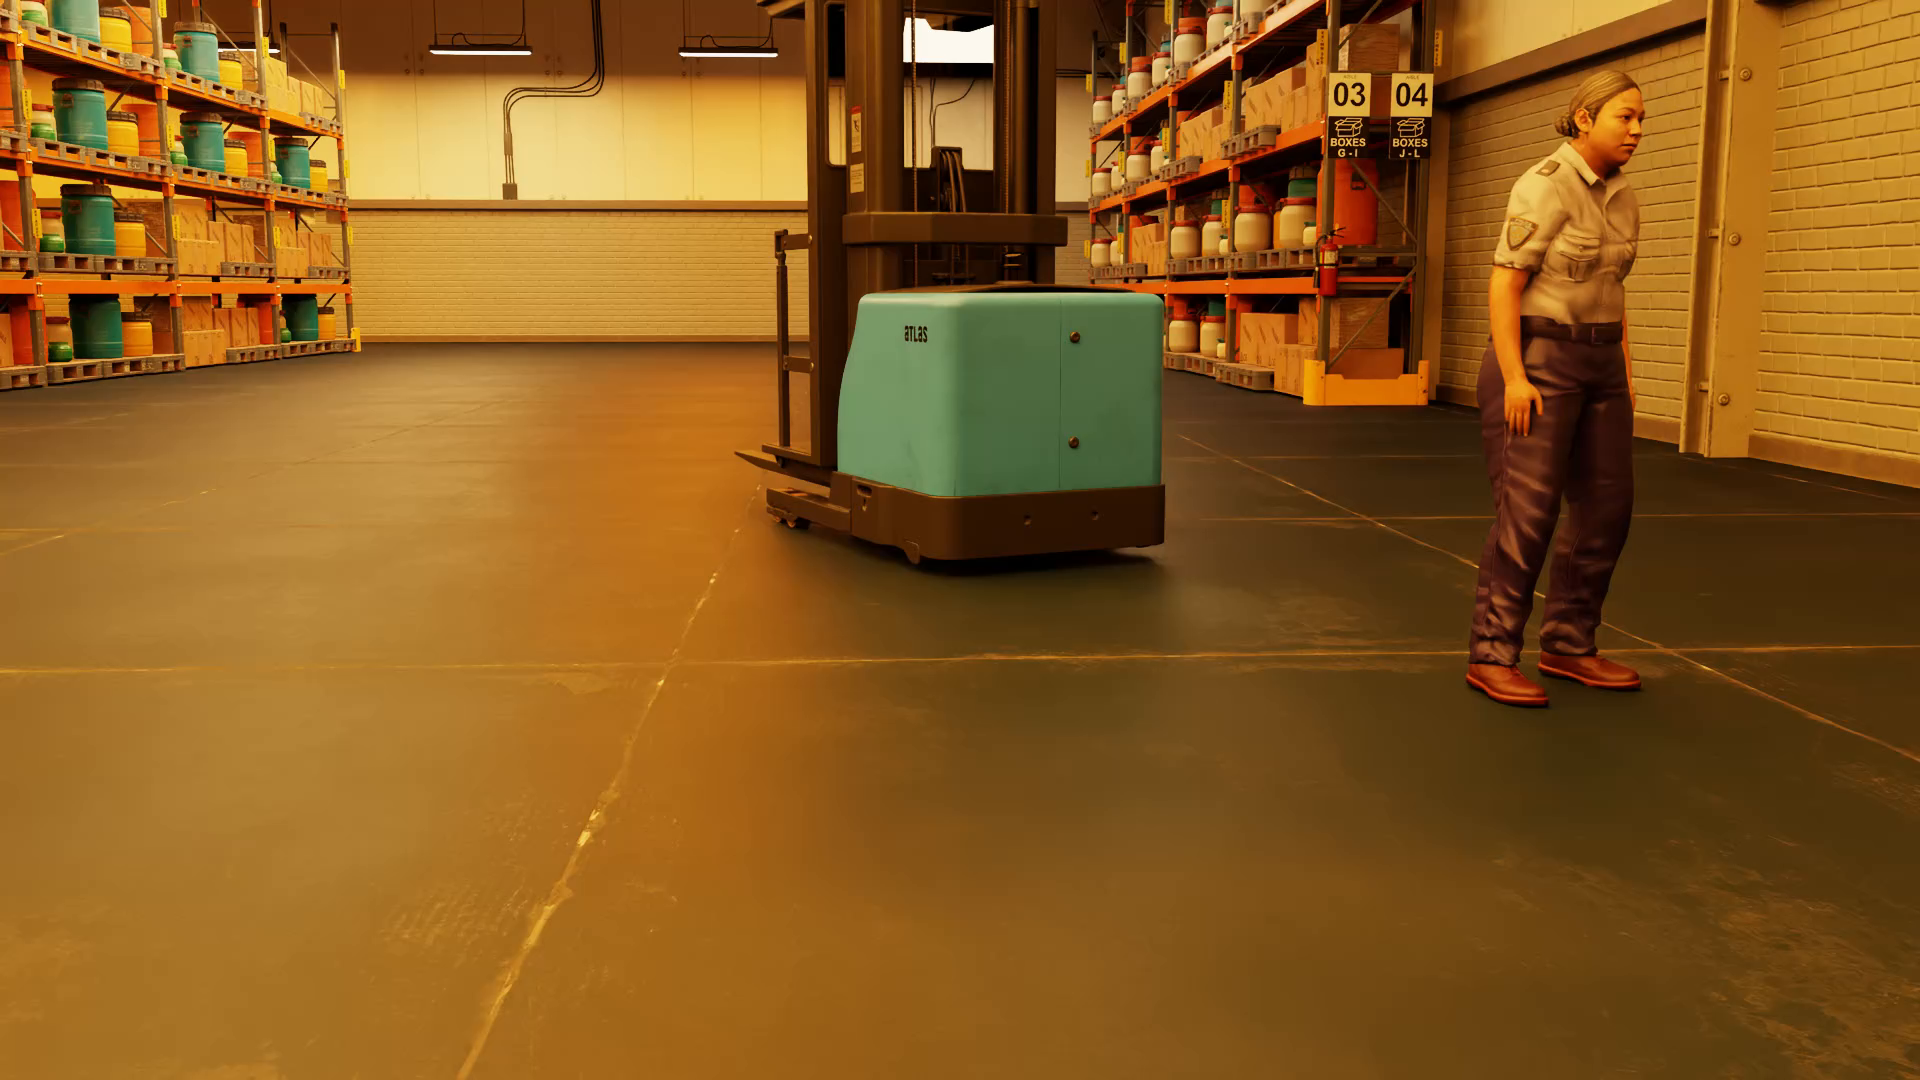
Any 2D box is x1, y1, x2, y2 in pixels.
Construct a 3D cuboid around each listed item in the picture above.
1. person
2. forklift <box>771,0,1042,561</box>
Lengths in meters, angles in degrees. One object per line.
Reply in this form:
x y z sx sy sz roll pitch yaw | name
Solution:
1.623 -0.414 4.487 0.559 1.651 0.375 -5 10 -32 | person
-0.260 -1.531 7.639 1.121 2.935 3.031 -4 9 -25 | forklift
